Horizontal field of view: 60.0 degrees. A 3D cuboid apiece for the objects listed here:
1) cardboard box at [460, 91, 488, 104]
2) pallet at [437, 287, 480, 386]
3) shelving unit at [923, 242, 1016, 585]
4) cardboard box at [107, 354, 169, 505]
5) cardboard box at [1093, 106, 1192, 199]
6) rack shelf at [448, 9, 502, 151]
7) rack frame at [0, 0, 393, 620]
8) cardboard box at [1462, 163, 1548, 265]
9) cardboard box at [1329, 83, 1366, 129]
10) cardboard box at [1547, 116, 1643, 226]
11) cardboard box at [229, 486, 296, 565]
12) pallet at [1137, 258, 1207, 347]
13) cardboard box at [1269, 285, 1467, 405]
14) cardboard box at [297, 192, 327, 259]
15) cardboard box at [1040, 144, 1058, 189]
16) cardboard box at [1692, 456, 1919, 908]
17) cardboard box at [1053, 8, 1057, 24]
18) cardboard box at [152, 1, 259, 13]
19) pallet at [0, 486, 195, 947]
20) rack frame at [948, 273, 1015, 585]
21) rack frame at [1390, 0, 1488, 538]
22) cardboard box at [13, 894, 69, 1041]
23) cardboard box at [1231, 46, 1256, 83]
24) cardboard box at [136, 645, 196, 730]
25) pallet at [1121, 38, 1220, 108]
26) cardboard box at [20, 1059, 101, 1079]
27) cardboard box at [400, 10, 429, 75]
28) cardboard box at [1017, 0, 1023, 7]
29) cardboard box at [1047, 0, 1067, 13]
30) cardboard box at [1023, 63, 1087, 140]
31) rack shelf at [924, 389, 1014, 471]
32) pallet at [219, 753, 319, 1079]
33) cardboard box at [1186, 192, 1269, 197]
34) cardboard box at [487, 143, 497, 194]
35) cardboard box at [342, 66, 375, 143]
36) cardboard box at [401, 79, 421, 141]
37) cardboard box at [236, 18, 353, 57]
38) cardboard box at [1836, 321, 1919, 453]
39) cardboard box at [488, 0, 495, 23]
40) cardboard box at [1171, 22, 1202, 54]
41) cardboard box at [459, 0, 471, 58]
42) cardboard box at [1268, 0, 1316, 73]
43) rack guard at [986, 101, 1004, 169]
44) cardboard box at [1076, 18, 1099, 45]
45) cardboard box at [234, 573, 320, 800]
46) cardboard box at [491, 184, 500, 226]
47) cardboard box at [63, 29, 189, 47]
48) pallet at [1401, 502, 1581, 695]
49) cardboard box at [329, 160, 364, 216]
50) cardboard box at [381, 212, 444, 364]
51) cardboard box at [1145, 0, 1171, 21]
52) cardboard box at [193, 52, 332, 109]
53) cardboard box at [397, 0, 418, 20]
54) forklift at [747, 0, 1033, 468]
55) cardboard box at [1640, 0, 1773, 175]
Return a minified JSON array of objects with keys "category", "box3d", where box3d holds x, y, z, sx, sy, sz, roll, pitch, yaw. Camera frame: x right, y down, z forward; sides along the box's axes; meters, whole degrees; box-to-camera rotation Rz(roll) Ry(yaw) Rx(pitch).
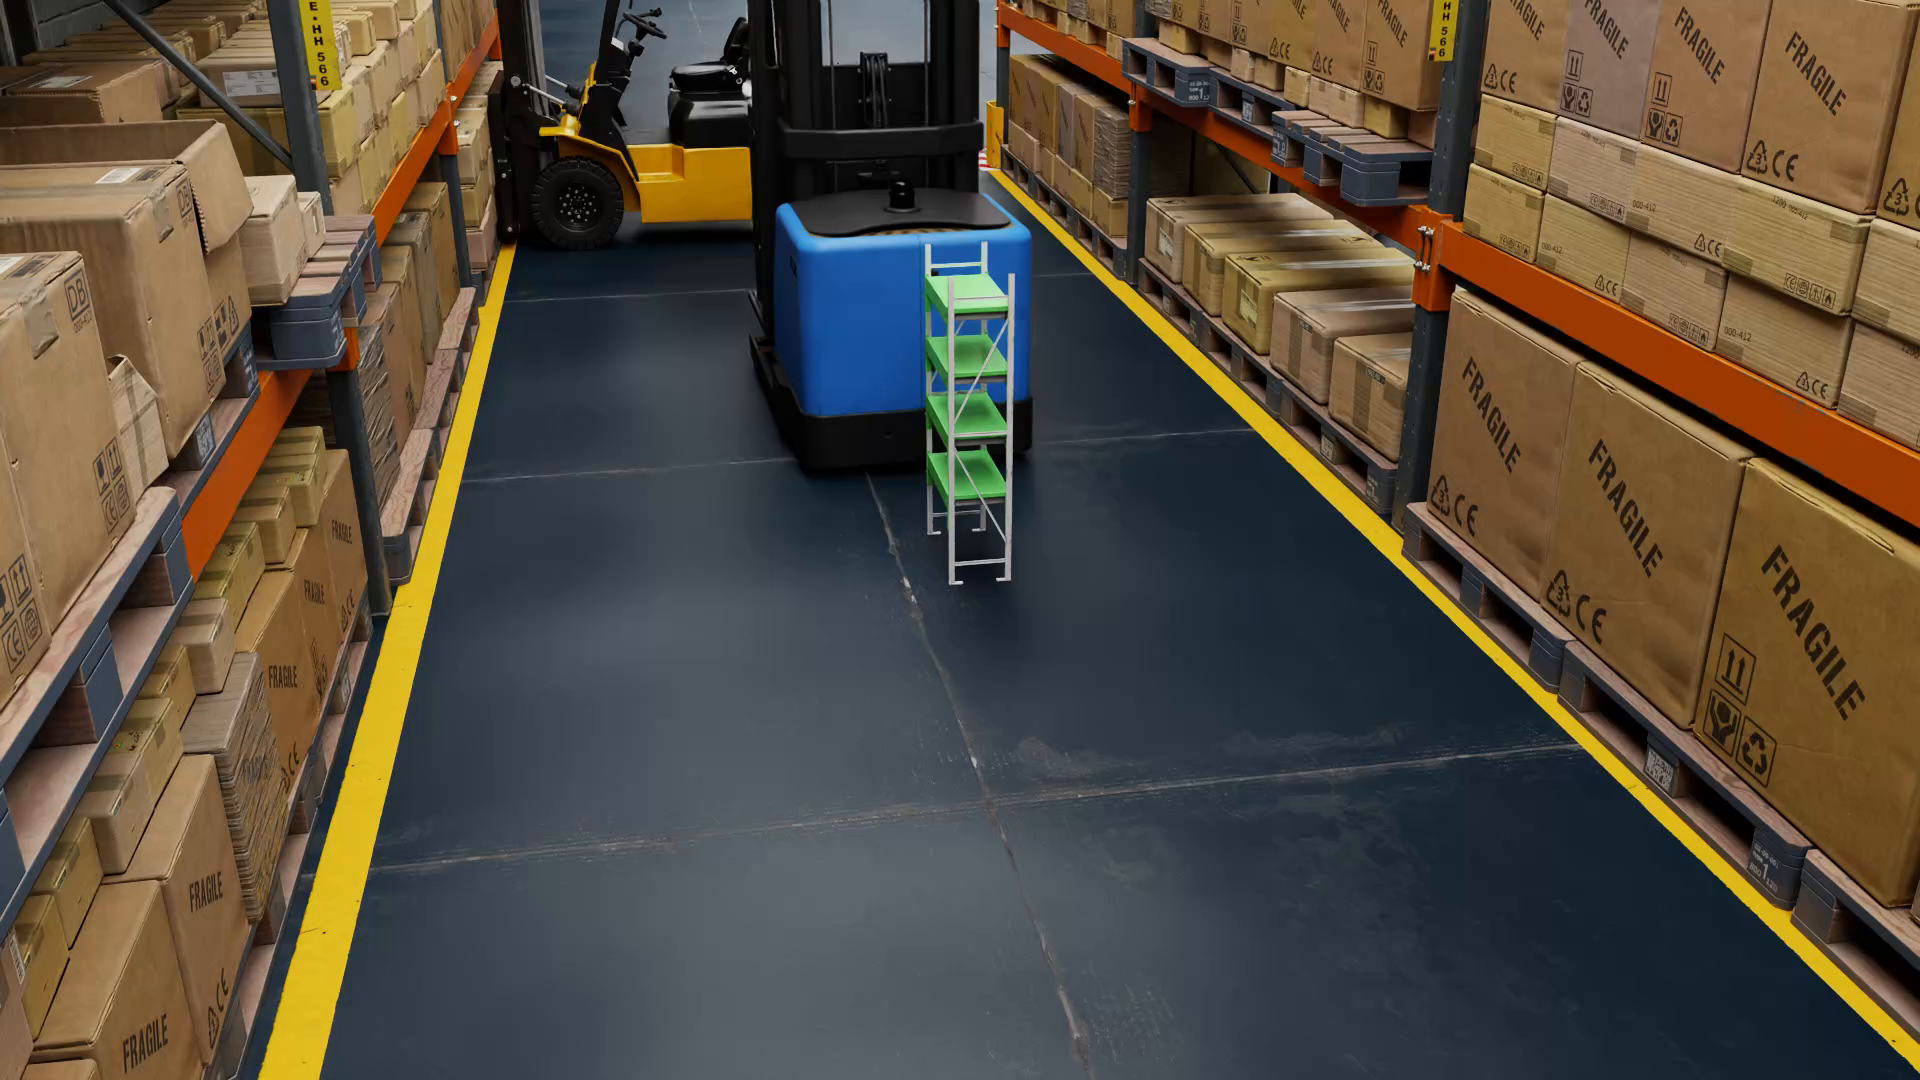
[{"category":"cardboard box","box3d":[-3.392,-2.856,11.202,0.500,0.250,0.500,-5,24,-11]},{"category":"pallet","box3d":[-3.159,-1.083,8.966,1.003,0.211,1.213,-4,24,-10]},{"category":"shelving unit","box3d":[0.031,-0.485,6.361,0.258,1.200,0.503,-4,24,-10]},{"category":"cardboard box","box3d":[-1.735,-0.207,3.119,0.396,0.266,0.258,-3,24,-7]},{"category":"cardboard box","box3d":[1.170,-2.506,10.713,0.500,0.500,0.500,-5,24,-10]},{"category":"rack shelf","box3d":[-3.704,-3.105,11.010,1.077,0.370,4.000,-4,24,-10]},{"category":"rack frame","box3d":[-2.594,-1.075,5.463,1.000,3.000,0.127,-4,24,-10]},{"category":"cardboard box","box3d":[2.126,-1.164,5.854,0.500,0.250,0.500,-5,24,-11]},{"category":"cardboard box","box3d":[1.780,-1.828,6.977,0.380,0.149,0.250,-5,24,-10]},{"category":"cardboard box","box3d":[2.229,-1.183,5.273,0.500,0.250,0.500,-4,24,-8]},{"category":"cardboard box","box3d":[-2.168,-0.031,4.862,0.380,0.149,0.250,-5,24,-12]},{"category":"pallet","box3d":[1.689,-1.433,9.767,1.003,0.211,1.213,-4,24,-10]},{"category":"cardboard box","box3d":[2.044,-0.944,7.923,0.950,0.372,0.625,-5,24,-11]},{"category":"cardboard box","box3d":[-2.096,-0.922,4.902,0.380,0.149,0.250,-4,24,-9]},{"category":"cardboard box","box3d":[0.881,-2.770,12.255,0.500,0.250,0.500,-3,24,-6]},{"category":"cardboard box","box3d":[2.655,0.319,4.403,0.875,0.875,0.875,-4,24,-8]},{"category":"cardboard box","box3d":[0.884,-3.815,12.052,0.380,0.149,0.250,-3,24,-8]},{"category":"cardboard box","box3d":[-3.244,-2.234,7.181,0.380,0.149,0.250,-4,24,-9]},{"category":"pallet","box3d":[-1.895,0.264,2.637,1.003,0.211,1.213,-4,24,-10]},{"category":"rack frame","box3d":[0.076,-0.389,6.141,0.240,1.200,0.015,-4,24,-10]},{"category":"rack frame","box3d":[2.283,-1.443,6.307,1.000,3.000,0.127,-4,24,-10]},{"category":"cardboard box","box3d":[-1.845,0.791,2.980,0.380,0.149,0.250,-6,24,-12]},{"category":"cardboard box","box3d":[1.549,-2.339,8.146,0.380,0.149,0.250,-3,24,-8]},{"category":"cardboard box","box3d":[-2.041,0.381,3.918,0.380,0.149,0.250,-4,24,-10]},{"category":"pallet","box3d":[1.542,-2.617,9.235,1.003,0.211,1.213,-4,24,-10]},{"category":"cardboard box","box3d":[-1.723,1.245,2.750,0.500,0.500,0.500,-3,24,-7]},{"category":"cardboard box","box3d":[-2.890,-2.432,8.134,0.500,0.250,0.500,-5,24,-11]},{"category":"cardboard box","box3d":[0.663,-4.326,13.221,0.380,0.149,0.250,-4,24,-10]},{"category":"cardboard box","box3d":[0.915,-3.962,11.578,0.500,0.500,0.500,-5,24,-11]},{"category":"cardboard box","box3d":[0.787,-3.314,12.563,0.500,0.500,0.500,-5,24,-12]},{"category":"rack shelf","box3d":[0.031,-0.426,6.386,0.258,0.148,0.480,-4,24,-10]},{"category":"pallet","box3d":[-2.271,0.979,4.245,1.003,0.211,1.213,-4,24,-10]},{"category":"cardboard box","box3d":[1.700,-2.201,10.953,0.500,0.250,0.500,-5,24,-12]},{"category":"cardboard box","box3d":[-3.297,-2.419,10.827,0.500,0.250,0.500,-5,24,-10]},{"category":"cardboard box","box3d":[-2.528,-1.625,6.285,0.500,0.250,0.500,-4,24,-8]},{"category":"cardboard box","box3d":[-2.824,-2.005,7.781,0.500,0.250,0.500,-4,24,-9]},{"category":"cardboard box","box3d":[-2.624,-1.967,6.571,0.380,0.149,0.250,-4,24,-9]},{"category":"cardboard box","box3d":[2.524,-0.359,4.012,0.500,0.250,0.500,-5,24,-11]},{"category":"cardboard box","box3d":[-3.725,-4.093,12.249,0.500,0.500,0.500,-5,24,-11]},{"category":"cardboard box","box3d":[1.373,-2.754,9.098,0.380,0.149,0.250,-4,24,-9]},{"category":"cardboard box","box3d":[-3.367,-3.290,10.411,0.500,0.500,0.500,-5,24,-10]},{"category":"cardboard box","box3d":[1.725,-2.377,7.424,0.500,0.500,0.500,-6,24,-13]},{"category":"rack guard","box3d":[0.818,-3.415,13.944,1.175,0.500,0.348,-4,24,-10]},{"category":"cardboard box","box3d":[0.993,-3.405,11.112,0.380,0.149,0.250,-5,24,-11]},{"category":"cardboard box","box3d":[-2.123,0.432,4.611,0.500,0.500,0.500,-3,24,-7]},{"category":"cardboard box","box3d":[-3.318,-2.195,10.938,0.500,0.250,0.500,-4,24,-9]},{"category":"cardboard box","box3d":[-3.114,-1.823,6.241,0.380,0.149,0.250,-5,24,-11]},{"category":"pallet","box3d":[2.355,0.150,6.142,1.003,0.211,1.213,-4,24,-10]},{"category":"cardboard box","box3d":[-2.436,-1.198,5.934,0.500,0.250,0.500,-4,24,-10]},{"category":"cardboard box","box3d":[-3.091,-1.242,8.288,0.875,0.625,0.625,-5,24,-10]},{"category":"cardboard box","box3d":[1.348,-3.186,9.275,0.500,0.500,0.500,-4,24,-8]},{"category":"cardboard box","box3d":[-2.364,-1.565,5.650,0.380,0.149,0.250,-4,24,-8]},{"category":"cardboard box","box3d":[-2.815,-2.579,7.972,0.380,0.149,0.250,-5,24,-11]},{"category":"forklift","box3d":[-0.504,-2.220,8.171,1.130,2.935,3.031,-5,24,-12]},{"category":"cardboard box","box3d":[2.316,-1.336,4.688,0.500,0.500,0.500,-4,24,-8]}]
